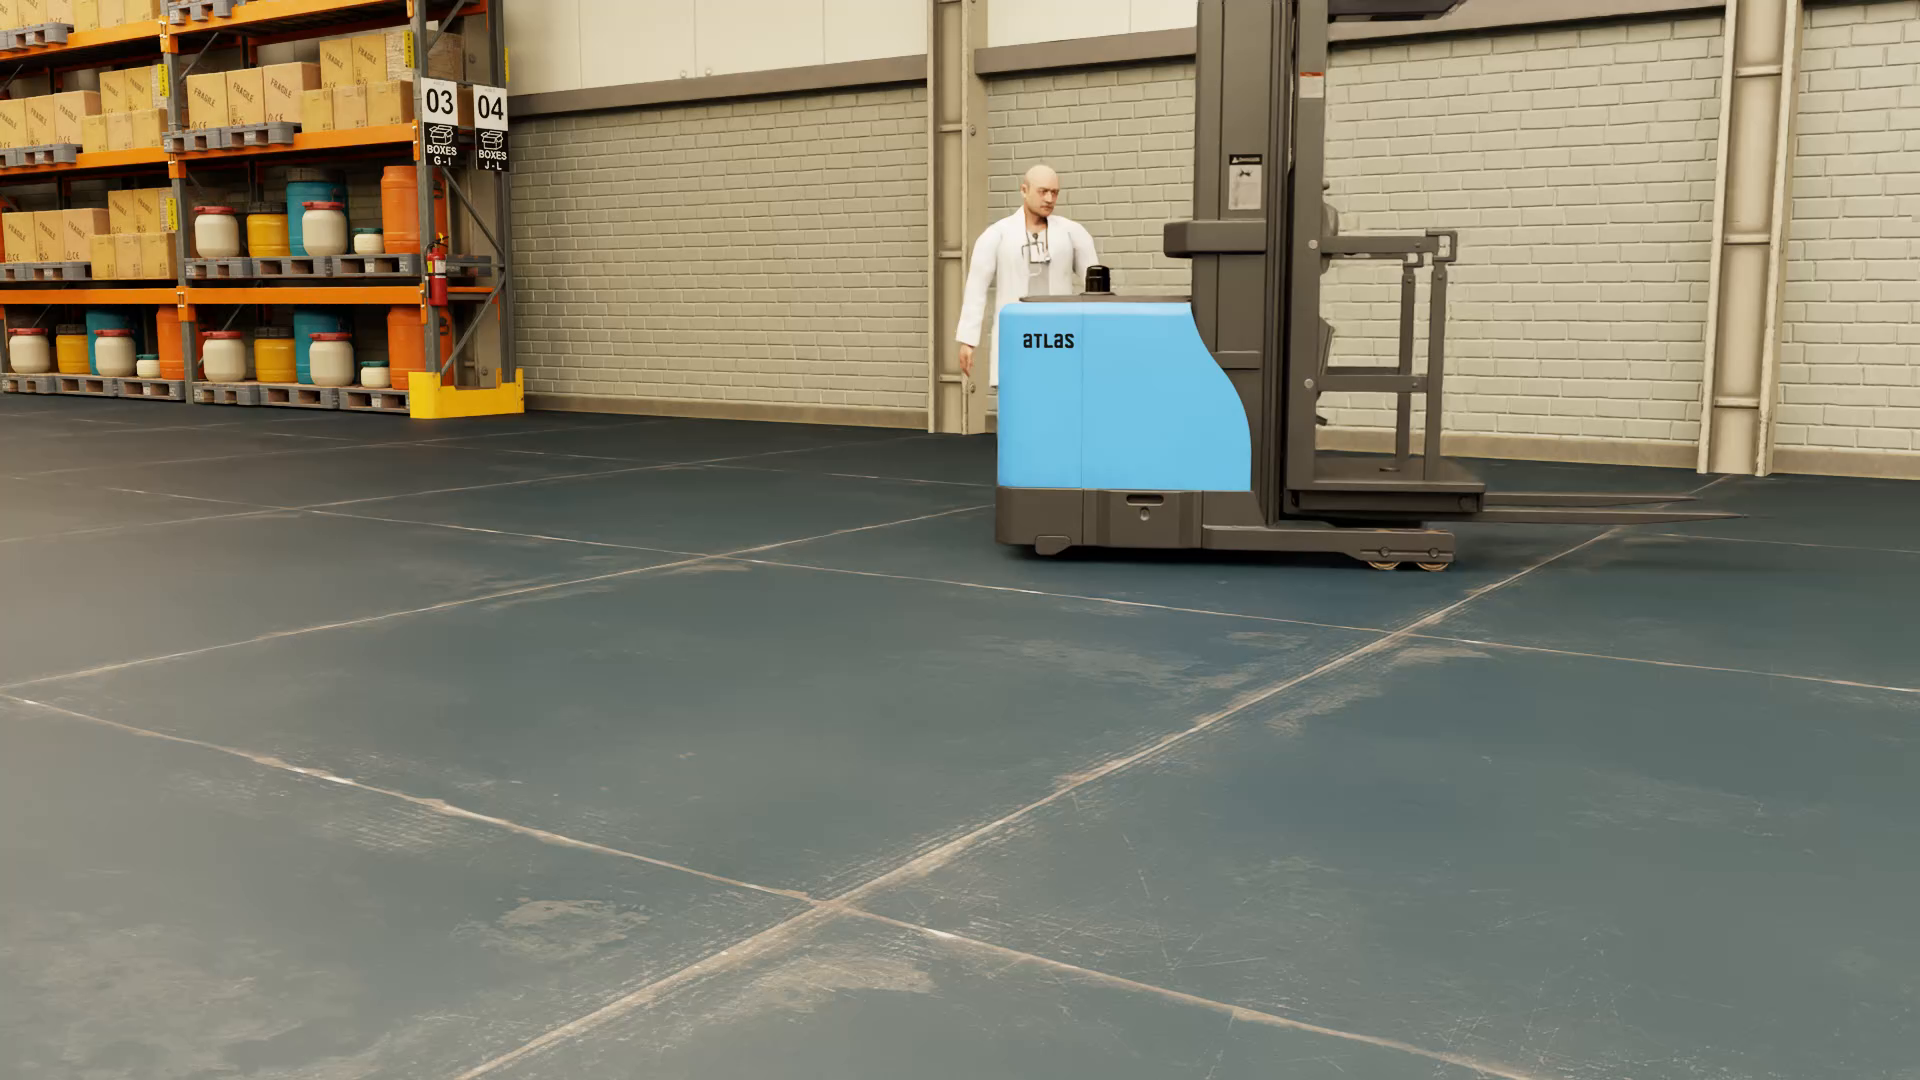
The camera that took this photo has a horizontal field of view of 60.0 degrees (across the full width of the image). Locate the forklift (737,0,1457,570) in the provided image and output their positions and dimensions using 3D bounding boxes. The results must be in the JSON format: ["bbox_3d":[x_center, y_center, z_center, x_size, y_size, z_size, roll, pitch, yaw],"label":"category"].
[{"bbox_3d":[0.591,-1.412,7.124,3.031,2.935,1.130,3,9,18],"label":"forklift"}]
